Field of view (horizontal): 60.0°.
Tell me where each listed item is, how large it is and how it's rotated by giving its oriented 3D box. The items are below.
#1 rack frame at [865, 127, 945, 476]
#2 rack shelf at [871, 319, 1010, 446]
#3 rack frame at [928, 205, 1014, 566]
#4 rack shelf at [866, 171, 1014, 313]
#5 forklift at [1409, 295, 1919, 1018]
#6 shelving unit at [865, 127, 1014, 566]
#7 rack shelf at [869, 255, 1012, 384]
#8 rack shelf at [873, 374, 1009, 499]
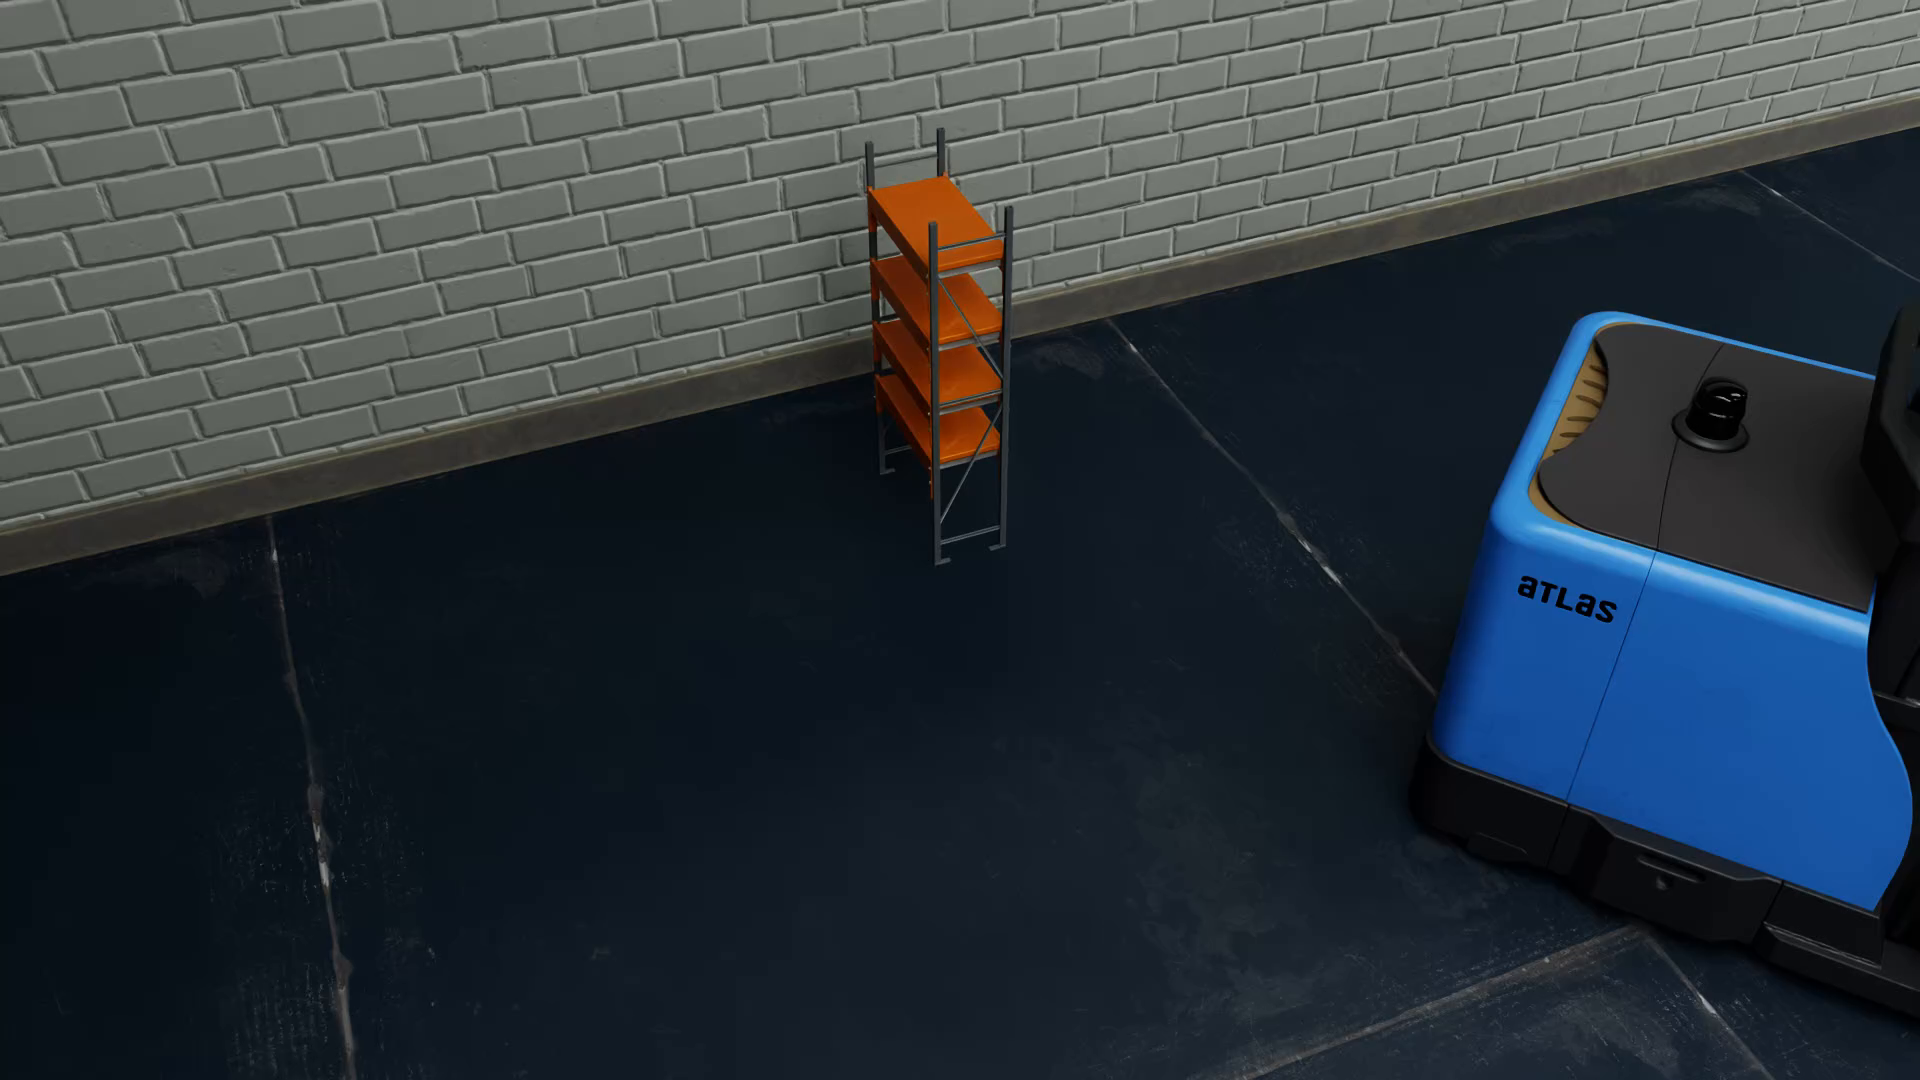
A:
[{"bbox_3d":[-0.157,-0.702,5.146,0.240,1.200,0.015,-15,43,-17],"label":"rack frame"},{"bbox_3d":[-0.063,-0.504,5.019,0.258,0.148,0.480,-15,43,-17],"label":"rack shelf"},{"bbox_3d":[0.030,-0.408,4.804,0.240,1.200,0.015,-15,43,-17],"label":"rack frame"},{"bbox_3d":[-0.063,-0.853,4.719,0.258,0.148,0.480,-15,43,-17],"label":"rack shelf"},{"bbox_3d":[2.720,-0.184,3.216,3.031,2.935,1.130,19,44,21],"label":"forklift"},{"bbox_3d":[-0.063,-0.555,4.975,0.258,1.200,0.503,-15,43,-17],"label":"shelving unit"},{"bbox_3d":[-0.063,-0.673,4.873,0.258,0.148,0.480,-15,43,-17],"label":"rack shelf"},{"bbox_3d":[-0.063,-0.353,5.148,0.258,0.148,0.480,-15,43,-17],"label":"rack shelf"}]
